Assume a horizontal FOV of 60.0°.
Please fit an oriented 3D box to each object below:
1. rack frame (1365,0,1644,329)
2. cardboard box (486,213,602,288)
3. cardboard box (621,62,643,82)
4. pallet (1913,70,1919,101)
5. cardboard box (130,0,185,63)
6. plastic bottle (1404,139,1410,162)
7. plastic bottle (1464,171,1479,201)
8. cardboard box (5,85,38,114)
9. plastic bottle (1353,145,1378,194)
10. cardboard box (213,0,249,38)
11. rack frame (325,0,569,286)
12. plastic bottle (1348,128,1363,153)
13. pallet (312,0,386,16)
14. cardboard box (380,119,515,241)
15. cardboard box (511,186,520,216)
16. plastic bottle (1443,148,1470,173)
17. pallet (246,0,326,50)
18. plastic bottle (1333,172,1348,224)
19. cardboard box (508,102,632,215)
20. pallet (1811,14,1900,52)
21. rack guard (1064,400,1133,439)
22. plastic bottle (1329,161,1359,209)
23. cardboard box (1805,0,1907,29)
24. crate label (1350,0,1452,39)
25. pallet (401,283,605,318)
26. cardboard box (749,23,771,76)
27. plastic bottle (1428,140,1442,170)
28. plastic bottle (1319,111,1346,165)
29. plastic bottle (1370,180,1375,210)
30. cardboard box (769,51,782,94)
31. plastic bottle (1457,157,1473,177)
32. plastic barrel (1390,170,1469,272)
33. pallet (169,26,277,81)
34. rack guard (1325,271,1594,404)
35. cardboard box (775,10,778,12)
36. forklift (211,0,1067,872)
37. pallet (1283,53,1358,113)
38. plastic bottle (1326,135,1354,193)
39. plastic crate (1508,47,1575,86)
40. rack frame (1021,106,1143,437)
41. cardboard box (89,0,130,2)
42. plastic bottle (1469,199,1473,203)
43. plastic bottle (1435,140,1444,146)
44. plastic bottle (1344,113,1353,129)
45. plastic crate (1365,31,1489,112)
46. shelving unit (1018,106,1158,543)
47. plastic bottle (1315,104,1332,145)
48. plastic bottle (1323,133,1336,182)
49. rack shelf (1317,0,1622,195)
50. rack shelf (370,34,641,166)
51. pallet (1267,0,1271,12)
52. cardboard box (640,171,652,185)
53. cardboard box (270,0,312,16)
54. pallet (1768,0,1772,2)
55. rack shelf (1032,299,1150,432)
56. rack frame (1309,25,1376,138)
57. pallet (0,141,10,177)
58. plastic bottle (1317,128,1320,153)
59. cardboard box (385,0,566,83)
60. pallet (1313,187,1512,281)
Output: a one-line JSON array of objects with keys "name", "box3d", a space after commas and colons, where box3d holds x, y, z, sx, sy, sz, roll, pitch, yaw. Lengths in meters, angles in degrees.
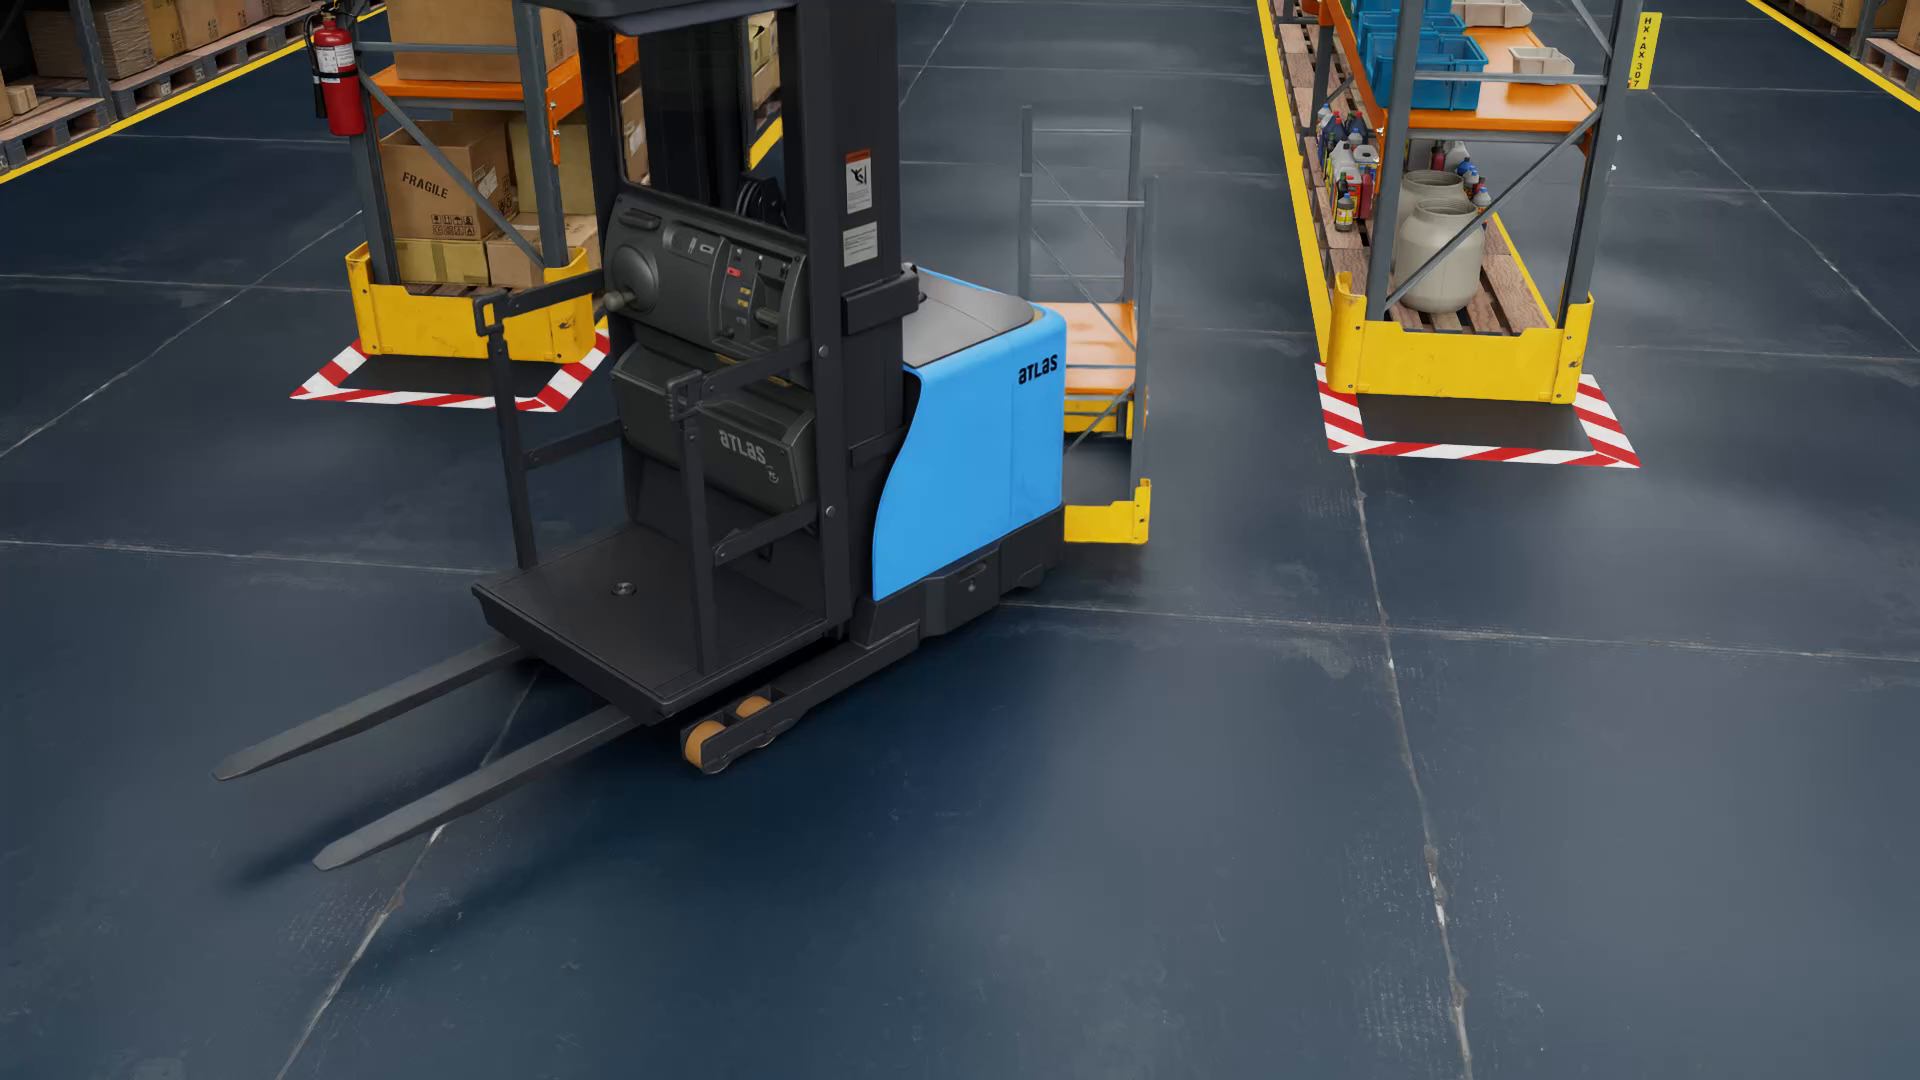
[{"name": "rack frame", "box3d": [2.433, -2.045, 7.384, 1.000, 3.000, 0.127, 3, 28, 6]}, {"name": "cardboard box", "box3d": [-2.196, -1.549, 8.918, 0.500, 0.250, 0.500, 3, 28, 6]}, {"name": "cardboard box", "box3d": [-2.010, -2.585, 10.051, 0.500, 0.500, 0.500, 3, 28, 6]}, {"name": "pallet", "box3d": [8.080, -3.355, 12.755, 1.003, 0.211, 1.213, 3, 28, 6]}, {"name": "cardboard box", "box3d": [-6.822, -4.191, 13.538, 0.700, 0.500, 0.500, 3, 28, 5]}, {"name": "plastic bottle", "box3d": [2.987, -2.644, 10.824, 0.144, 0.351, 0.185, 3, 28, 6]}, {"name": "plastic bottle", "box3d": [3.007, -2.034, 9.776, 0.097, 0.271, 0.097, 0, 28, 0]}, {"name": "cardboard box", "box3d": [-6.945, -3.197, 12.044, 0.380, 0.166, 0.250, 0, 28, 0]}, {"name": "plastic bottle", "box3d": [2.487, -2.281, 10.229, 0.152, 0.276, 0.135, 3, 28, 6]}, {"name": "cardboard box", "box3d": [-6.667, -4.667, 14.421, 0.700, 0.500, 0.500, 3, 28, 6]}, {"name": "rack frame", "box3d": [-2.482, -2.335, 7.921, 1.000, 3.000, 0.127, 3, 28, 6]}, {"name": "plastic bottle", "box3d": [2.515, -2.489, 10.621, 0.097, 0.271, 0.097, 0, 28, 0]}, {"name": "pallet", "box3d": [-6.248, -5.526, 16.784, 1.003, 0.211, 1.213, 3, 28, 6]}, {"name": "cardboard box", "box3d": [-2.712, -1.909, 8.797, 0.500, 0.500, 0.500, 3, 28, 6]}, {"name": "cardboard box", "box3d": [-2.661, -1.815, 9.412, 0.500, 0.250, 0.500, 3, 28, 6]}, {"name": "plastic bottle", "box3d": [3.043, -2.284, 10.235, 0.152, 0.276, 0.135, 4, 29, 7]}, {"name": "pallet", "box3d": [-6.516, -4.791, 15.421, 1.003, 0.211, 1.213, 3, 28, 6]}, {"name": "plastic bottle", "box3d": [2.219, -1.989, 9.680, 0.061, 0.283, 0.133, 4, 29, 7]}, {"name": "cardboard box", "box3d": [-2.137, -2.114, 9.178, 0.500, 0.500, 0.500, 3, 28, 6]}, {"name": "pallet", "box3d": [8.500, -4.662, 15.181, 1.003, 0.211, 1.213, 3, 28, 6]}, {"name": "rack guard", "box3d": [0.512, -0.596, 7.592, 0.587, 0.250, 0.087, 1, 28, 2]}, {"name": "plastic bottle", "box3d": [2.298, -2.112, 9.916, 0.152, 0.276, 0.135, 3, 28, 5]}, {"name": "cardboard box", "box3d": [8.434, -5.096, 14.844, 1.225, 0.875, 0.875, 2, 28, 4]}, {"name": "crate label", "box3d": [2.390, -2.943, 9.013, 0.502, 0.435, 0.616, 3, 28, 6]}, {"name": "pallet", "box3d": [-2.430, -1.470, 9.255, 1.003, 0.211, 1.213, 3, 28, 6]}, {"name": "cardboard box", "box3d": [-1.694, -3.619, 12.170, 0.500, 0.311, 0.500, 3, 29, 6]}, {"name": "plastic bottle", "box3d": [2.962, -2.357, 10.363, 0.061, 0.283, 0.133, 3, 28, 6]}, {"name": "plastic bottle", "box3d": [2.413, -2.600, 10.742, 0.144, 0.351, 0.185, 4, 29, 8]}, {"name": "plastic bottle", "box3d": [2.424, -2.081, 9.936, 0.097, 0.201, 0.097, 0, 28, 0]}, {"name": "cardboard box", "box3d": [-1.633, -3.608, 12.741, 0.500, 0.250, 0.500, 4, 29, 7]}, {"name": "plastic bottle", "box3d": [3.044, -2.177, 10.041, 0.097, 0.271, 0.097, 0, 28, 0]}, {"name": "plastic barrel", "box3d": [2.499, -1.685, 8.895, 0.421, 0.512, 0.421, 0, 28, 0]}, {"name": "pallet", "box3d": [-6.668, -4.219, 14.358, 1.003, 0.211, 1.213, 3, 28, 6]}, {"name": "rack guard", "box3d": [2.396, -0.983, 8.048, 1.175, 0.500, 0.348, 3, 28, 6]}, {"name": "cardboard box", "box3d": [-1.566, -4.098, 13.059, 0.500, 0.311, 0.500, 2, 28, 5]}, {"name": "forklift", "box3d": [-0.970, -0.813, 5.170, 1.130, 2.935, 3.031, 24, 36, 37]}, {"name": "pallet", "box3d": [3.128, -3.648, 13.299, 1.003, 0.211, 1.213, 3, 28, 6]}, {"name": "plastic bottle", "box3d": [2.337, -2.311, 10.206, 0.144, 0.351, 0.185, 3, 28, 6]}, {"name": "plastic crate", "box3d": [2.862, -2.332, 8.193, 0.298, 0.136, 0.250, 3, 28, 6]}, {"name": "rack frame", "box3d": [0.512, -1.147, 7.297, 0.500, 1.500, 0.032, 1, 28, 2]}, {"name": "cardboard box", "box3d": [-6.785, -4.482, 13.288, 0.500, 0.250, 0.500, 3, 28, 5]}, {"name": "plastic bottle", "box3d": [2.977, -1.891, 9.584, 0.097, 0.201, 0.097, 0, 28, 0]}, {"name": "plastic bottle", "box3d": [3.107, -2.545, 10.641, 0.144, 0.351, 0.185, 2, 28, 4]}, {"name": "plastic bottle", "box3d": [2.542, -2.642, 10.891, 0.061, 0.283, 0.133, 3, 28, 6]}, {"name": "plastic crate", "box3d": [2.197, -2.233, 7.888, 0.499, 0.251, 0.616, 3, 28, 6]}, {"name": "shelving unit", "box3d": [0.491, -0.910, 6.858, 0.587, 1.500, 1.083, 1, 28, 2]}, {"name": "plastic bottle", "box3d": [2.449, -2.796, 11.190, 0.097, 0.271, 0.097, 0, 28, 0]}, {"name": "plastic bottle", "box3d": [2.328, -2.406, 10.453, 0.061, 0.283, 0.133, 5, 29, 8]}, {"name": "rack shelf", "box3d": [2.678, -2.670, 9.302, 1.077, 0.370, 4.000, 3, 28, 6]}, {"name": "rack shelf", "box3d": [-2.237, -2.960, 9.839, 1.077, 0.370, 4.000, 3, 28, 6]}, {"name": "pallet", "box3d": [3.621, -5.529, 16.791, 1.003, 0.211, 1.213, 3, 28, 6]}, {"name": "cardboard box", "box3d": [-2.077, -2.020, 9.792, 0.500, 0.250, 0.500, 3, 28, 6]}, {"name": "cardboard box", "box3d": [-6.455, -5.138, 15.296, 0.700, 0.500, 0.500, 4, 29, 7]}, {"name": "pallet", "box3d": [8.799, -5.811, 17.313, 1.003, 0.211, 1.213, 3, 28, 6]}, {"name": "rack shelf", "box3d": [0.490, -0.747, 6.935, 0.538, 0.185, 1.000, 1, 28, 2]}, {"name": "rack frame", "box3d": [2.923, -3.928, 10.879, 1.000, 3.000, 0.127, 3, 28, 6]}, {"name": "pallet", "box3d": [-7.103, -2.382, 10.949, 1.003, 0.211, 1.213, 3, 28, 6]}, {"name": "plastic bottle", "box3d": [2.424, -2.670, 11.029, 0.097, 0.201, 0.097, 0, 28, 0]}, {"name": "cardboard box", "box3d": [-2.413, -2.598, 8.304, 0.700, 0.500, 0.500, 3, 28, 6]}, {"name": "pallet", "box3d": [2.653, -1.811, 9.889, 1.003, 0.211, 1.213, 3, 28, 6]}]
